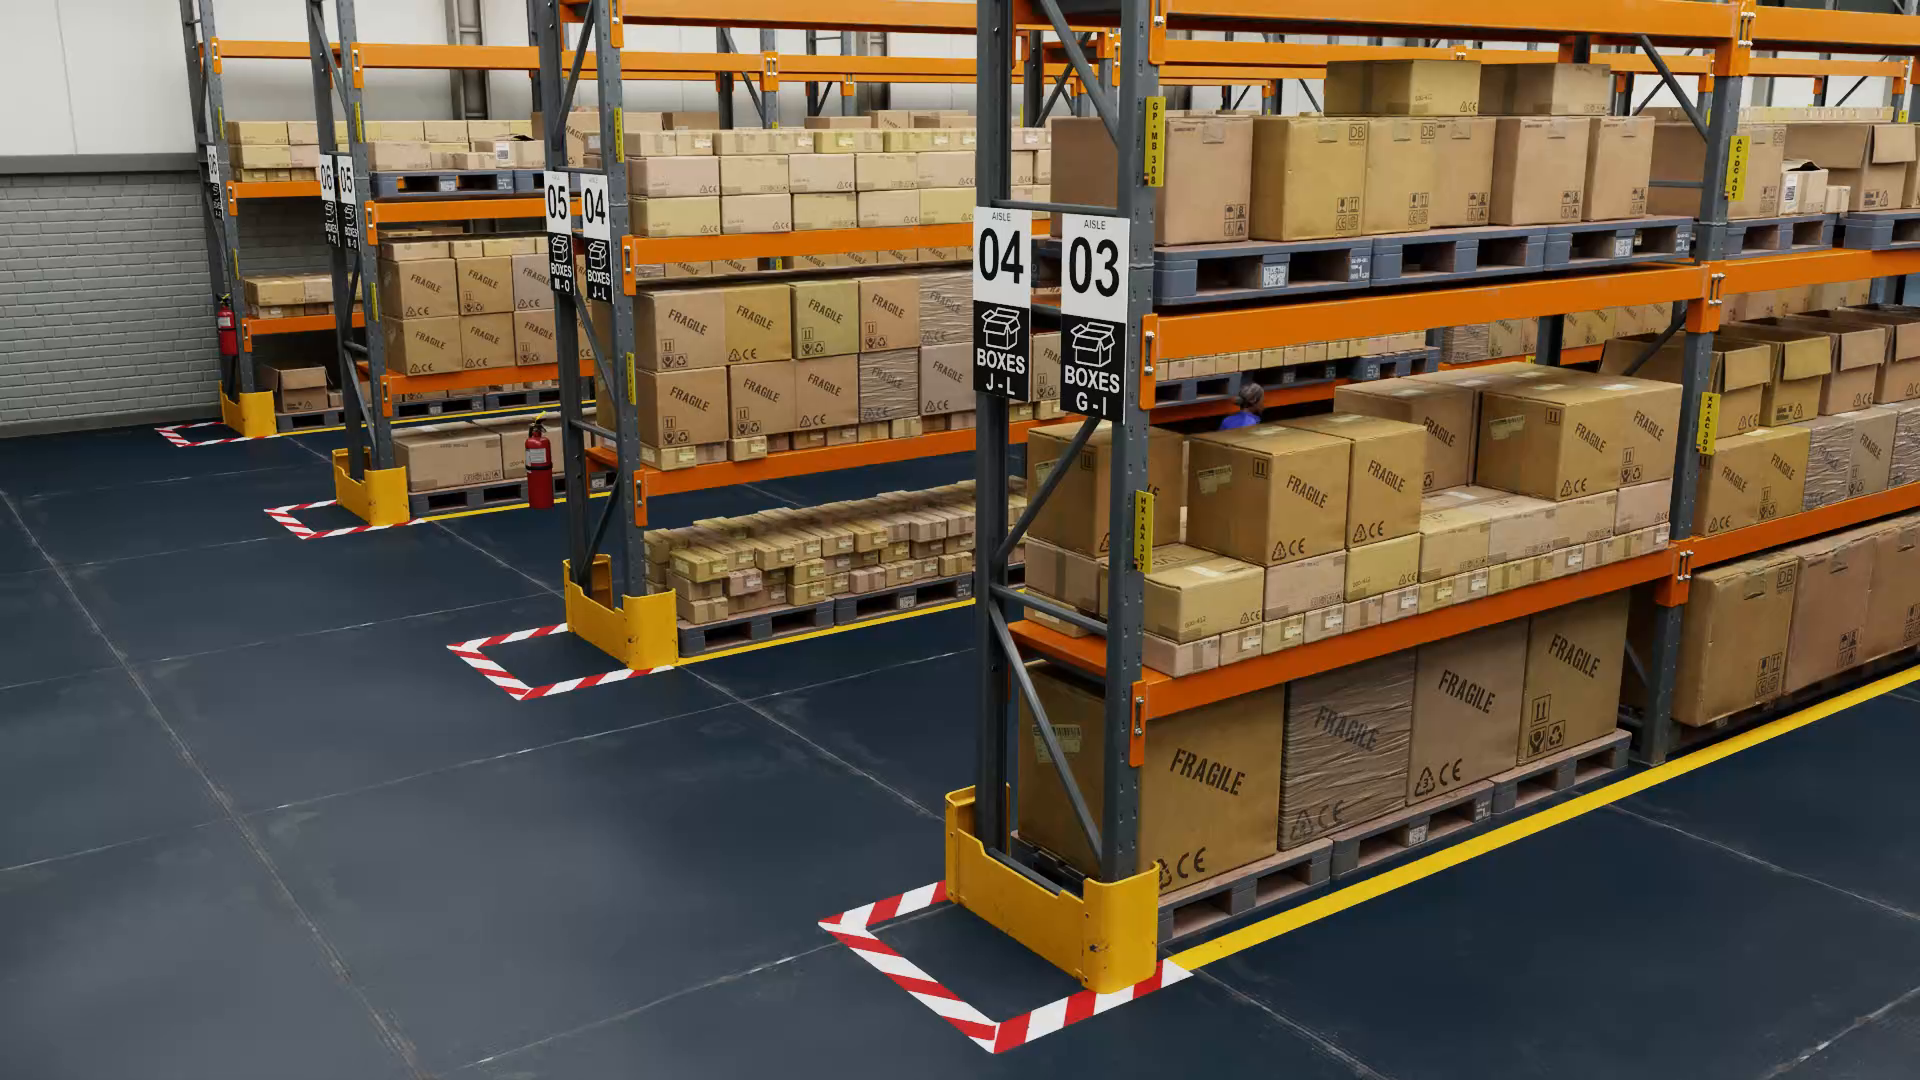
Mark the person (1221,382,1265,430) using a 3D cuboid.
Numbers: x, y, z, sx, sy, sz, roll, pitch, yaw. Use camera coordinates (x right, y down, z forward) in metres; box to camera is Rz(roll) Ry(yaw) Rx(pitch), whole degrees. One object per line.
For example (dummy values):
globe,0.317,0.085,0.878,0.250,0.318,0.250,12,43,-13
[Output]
person,2.188,-0.393,12.492,0.952,1.603,0.510,-8,16,-27
